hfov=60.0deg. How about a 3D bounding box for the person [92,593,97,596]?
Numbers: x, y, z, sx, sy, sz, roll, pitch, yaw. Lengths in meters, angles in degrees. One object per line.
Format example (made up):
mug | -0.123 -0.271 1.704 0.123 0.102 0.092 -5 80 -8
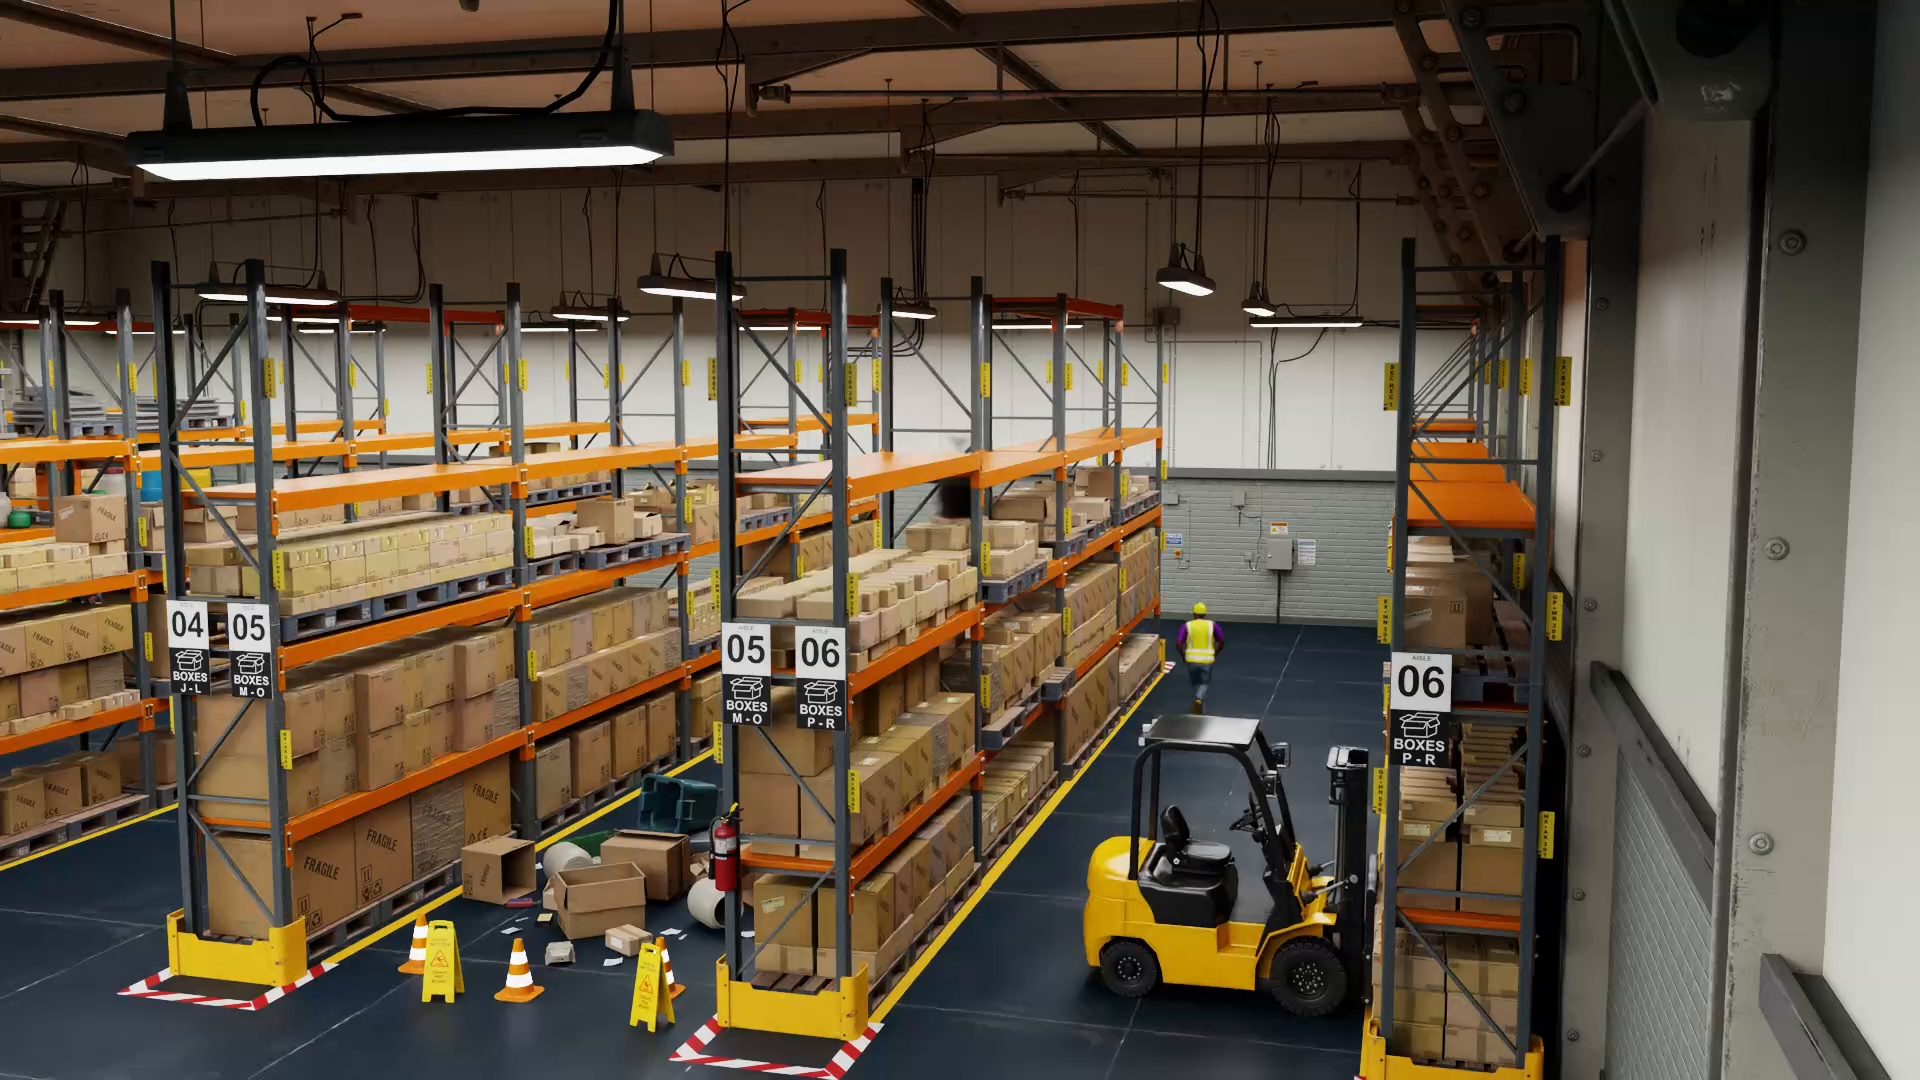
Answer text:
person | -18.495 0.623 35.970 0.564 1.512 0.606 5 8 39

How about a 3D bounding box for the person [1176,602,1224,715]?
person | 3.496 1.770 24.206 0.690 1.709 0.580 1 6 12
